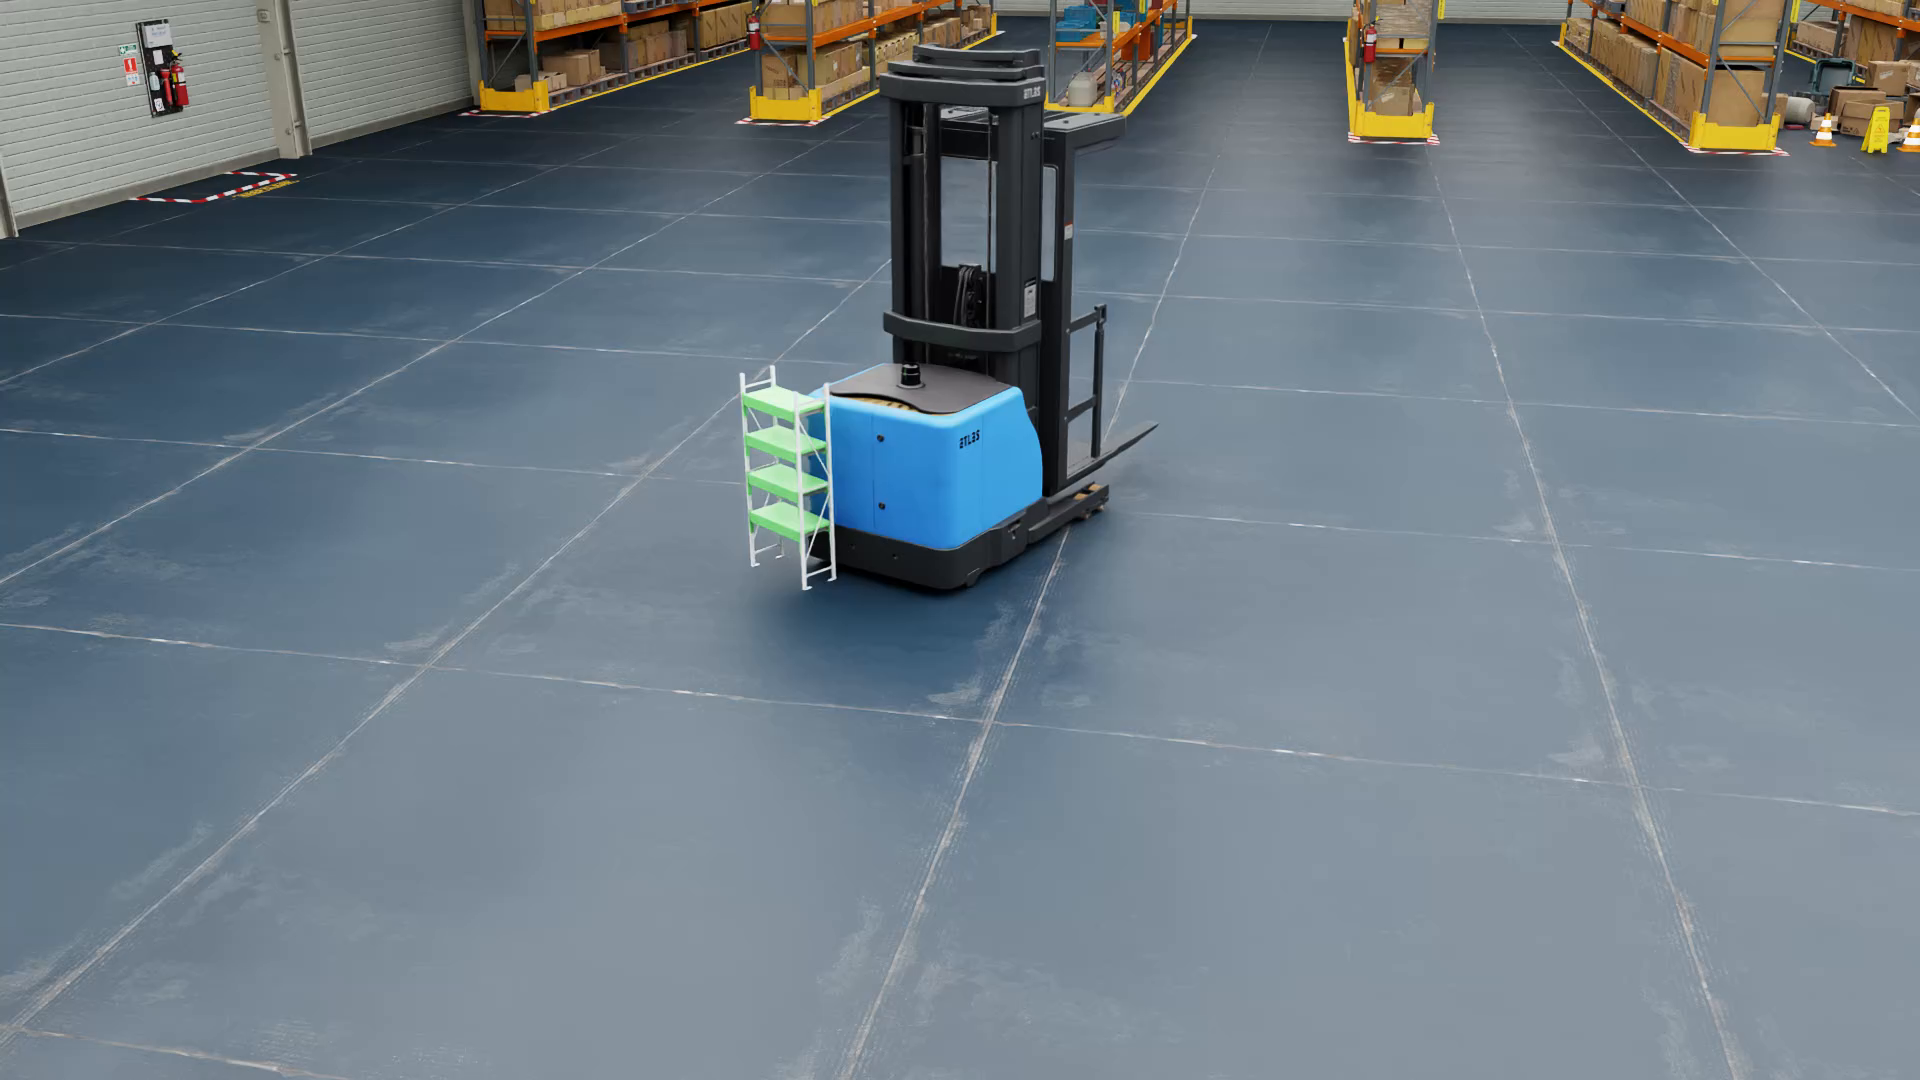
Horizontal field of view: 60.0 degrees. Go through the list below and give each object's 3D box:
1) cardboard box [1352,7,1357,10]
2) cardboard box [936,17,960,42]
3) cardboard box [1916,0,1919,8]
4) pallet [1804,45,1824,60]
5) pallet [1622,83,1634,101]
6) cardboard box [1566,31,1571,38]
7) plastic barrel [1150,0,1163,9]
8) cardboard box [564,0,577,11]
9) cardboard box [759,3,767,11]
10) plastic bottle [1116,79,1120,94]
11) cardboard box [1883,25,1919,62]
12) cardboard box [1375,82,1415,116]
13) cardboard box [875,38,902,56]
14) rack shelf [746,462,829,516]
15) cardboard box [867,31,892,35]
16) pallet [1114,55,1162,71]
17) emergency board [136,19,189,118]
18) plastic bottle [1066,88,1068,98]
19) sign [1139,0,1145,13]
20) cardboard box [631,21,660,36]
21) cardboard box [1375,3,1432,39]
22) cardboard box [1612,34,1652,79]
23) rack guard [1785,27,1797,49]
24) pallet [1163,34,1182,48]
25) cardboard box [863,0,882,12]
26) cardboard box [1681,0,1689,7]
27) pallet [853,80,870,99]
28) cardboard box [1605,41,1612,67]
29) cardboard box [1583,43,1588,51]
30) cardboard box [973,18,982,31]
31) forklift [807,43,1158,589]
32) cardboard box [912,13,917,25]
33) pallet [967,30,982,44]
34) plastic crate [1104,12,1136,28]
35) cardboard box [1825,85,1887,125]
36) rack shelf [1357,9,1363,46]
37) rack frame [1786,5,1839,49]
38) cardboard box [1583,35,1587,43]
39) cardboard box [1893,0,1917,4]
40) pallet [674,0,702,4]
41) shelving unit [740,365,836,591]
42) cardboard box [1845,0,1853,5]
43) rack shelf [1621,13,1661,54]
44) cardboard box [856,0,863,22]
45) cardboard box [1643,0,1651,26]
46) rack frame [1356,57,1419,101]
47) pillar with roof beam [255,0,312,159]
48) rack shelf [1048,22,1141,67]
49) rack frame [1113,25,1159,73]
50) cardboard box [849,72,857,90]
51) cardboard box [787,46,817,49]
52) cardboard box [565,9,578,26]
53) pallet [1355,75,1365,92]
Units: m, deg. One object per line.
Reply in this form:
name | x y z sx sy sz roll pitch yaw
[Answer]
cardboard box | 9.119 -11.093 36.164 1.225 0.875 0.875 5 22 11
cardboard box | -0.288 -11.718 38.191 0.500 0.500 0.500 4 22 11
cardboard box | 17.867 -9.874 30.631 0.380 0.149 0.250 3 22 8
pallet | 19.410 -10.790 36.862 1.003 0.211 1.213 4 22 11
pallet | 12.763 -8.220 30.482 1.003 0.211 1.213 4 22 11
cardboard box | 14.461 -11.872 39.071 0.380 0.149 0.250 5 22 12
plastic barrel | 3.767 -10.904 33.231 0.600 0.536 0.708 4 22 11
cardboard box | -7.152 -9.671 29.522 0.500 0.500 0.500 4 22 9
cardboard box | -4.816 -12.965 40.446 0.380 0.149 0.250 5 23 13
plastic bottle | 2.739 -7.922 29.072 0.097 0.271 0.097 0 22 0
cardboard box | 18.337 -9.356 31.852 0.875 0.875 0.875 4 22 10
cardboard box | 6.925 -6.993 26.486 0.500 0.500 0.500 9 24 21
cardboard box | -1.459 -9.824 33.099 0.500 0.311 0.500 5 22 12
rack shelf | -0.993 -0.300 9.661 0.258 0.148 0.480 -20 30 -40
cardboard box | -1.678 -10.423 34.587 0.500 0.311 0.500 5 23 13
pallet | 3.685 -10.032 34.980 1.003 0.211 1.213 4 22 11
emergency board | -10.236 -6.090 21.460 0.194 1.169 0.643 4 22 11
plastic bottle | 1.878 -7.719 28.662 0.097 0.201 0.097 0 22 0
sign | 3.285 -9.653 29.937 0.100 0.325 0.005 4 22 11
cardboard box | -6.507 -10.522 34.218 0.500 0.250 0.500 4 22 11
cardboard box | 6.920 -8.114 25.953 0.875 0.500 0.500 4 22 11
cardboard box | 13.036 -9.177 31.573 1.050 0.750 0.750 4 22 10
rack guard | 19.752 -11.676 38.675 1.175 0.500 0.348 4 22 11
pallet | 4.740 -11.923 39.675 1.003 0.211 1.213 4 22 11
cardboard box | -1.820 -10.469 32.198 0.500 0.500 0.500 6 23 15
cardboard box | 12.080 -8.820 26.591 0.875 0.550 0.550 4 22 11
pallet | -2.303 -8.369 30.851 1.003 0.211 1.213 4 22 11
cardboard box | 13.237 -9.727 33.274 0.500 0.500 0.500 5 23 13
cardboard box | 13.811 -10.746 36.274 0.380 0.149 0.250 5 22 12
cardboard box | 0.256 -12.704 40.975 0.500 0.250 0.500 4 22 11
forklift | 0.316 -1.579 10.350 1.130 2.935 3.031 13 26 30
cardboard box | -1.111 -11.561 36.796 0.500 0.250 0.500 4 22 10
pallet | -0.080 -12.281 40.564 1.003 0.211 1.213 4 22 11
plastic crate | 2.789 -9.077 29.074 0.499 0.251 0.616 4 22 11
cardboard box | 14.545 -7.058 27.023 0.797 0.637 0.503 4 22 11
rack shelf | 8.005 -9.591 31.116 1.077 0.370 4.000 4 22 11
rack frame | 19.747 -12.827 38.187 1.000 3.000 0.127 4 22 11
cardboard box | 13.861 -10.954 36.392 0.380 0.149 0.250 3 22 8
cardboard box | 17.965 -10.260 31.345 0.500 0.250 0.500 4 22 11
pallet | -6.175 -11.431 34.979 1.213 0.211 1.003 4 22 11
shelving unit | -0.994 -0.360 9.637 0.258 1.200 0.503 -20 30 -40
cardboard box | 18.583 -11.153 34.233 0.500 0.250 0.500 4 22 10
rack shelf | 12.840 -9.176 30.085 1.077 0.370 4.000 4 22 11
cardboard box | -2.184 -9.834 30.621 0.700 0.500 0.500 4 22 10
cardboard box | 12.483 -9.406 29.558 0.500 0.500 0.500 5 22 11
rack frame | 7.597 -9.193 29.165 1.000 3.000 0.127 4 22 11
pillar with roof beam | -5.480 -9.446 21.761 9.100 9.000 0.400 4 22 11
rack shelf | 2.340 -8.506 28.421 1.077 0.370 4.000 4 22 11
rack frame | 3.565 -11.034 33.735 1.000 3.000 0.127 4 22 11
cardboard box | -2.180 -8.317 30.108 0.500 0.250 0.500 4 22 11
cardboard box | -2.805 -8.523 29.615 0.500 0.500 0.500 4 22 11
cardboard box | -7.154 -9.334 29.689 0.500 0.250 0.500 4 22 10
pallet | 8.002 -8.632 31.505 1.003 0.211 1.213 4 22 11
